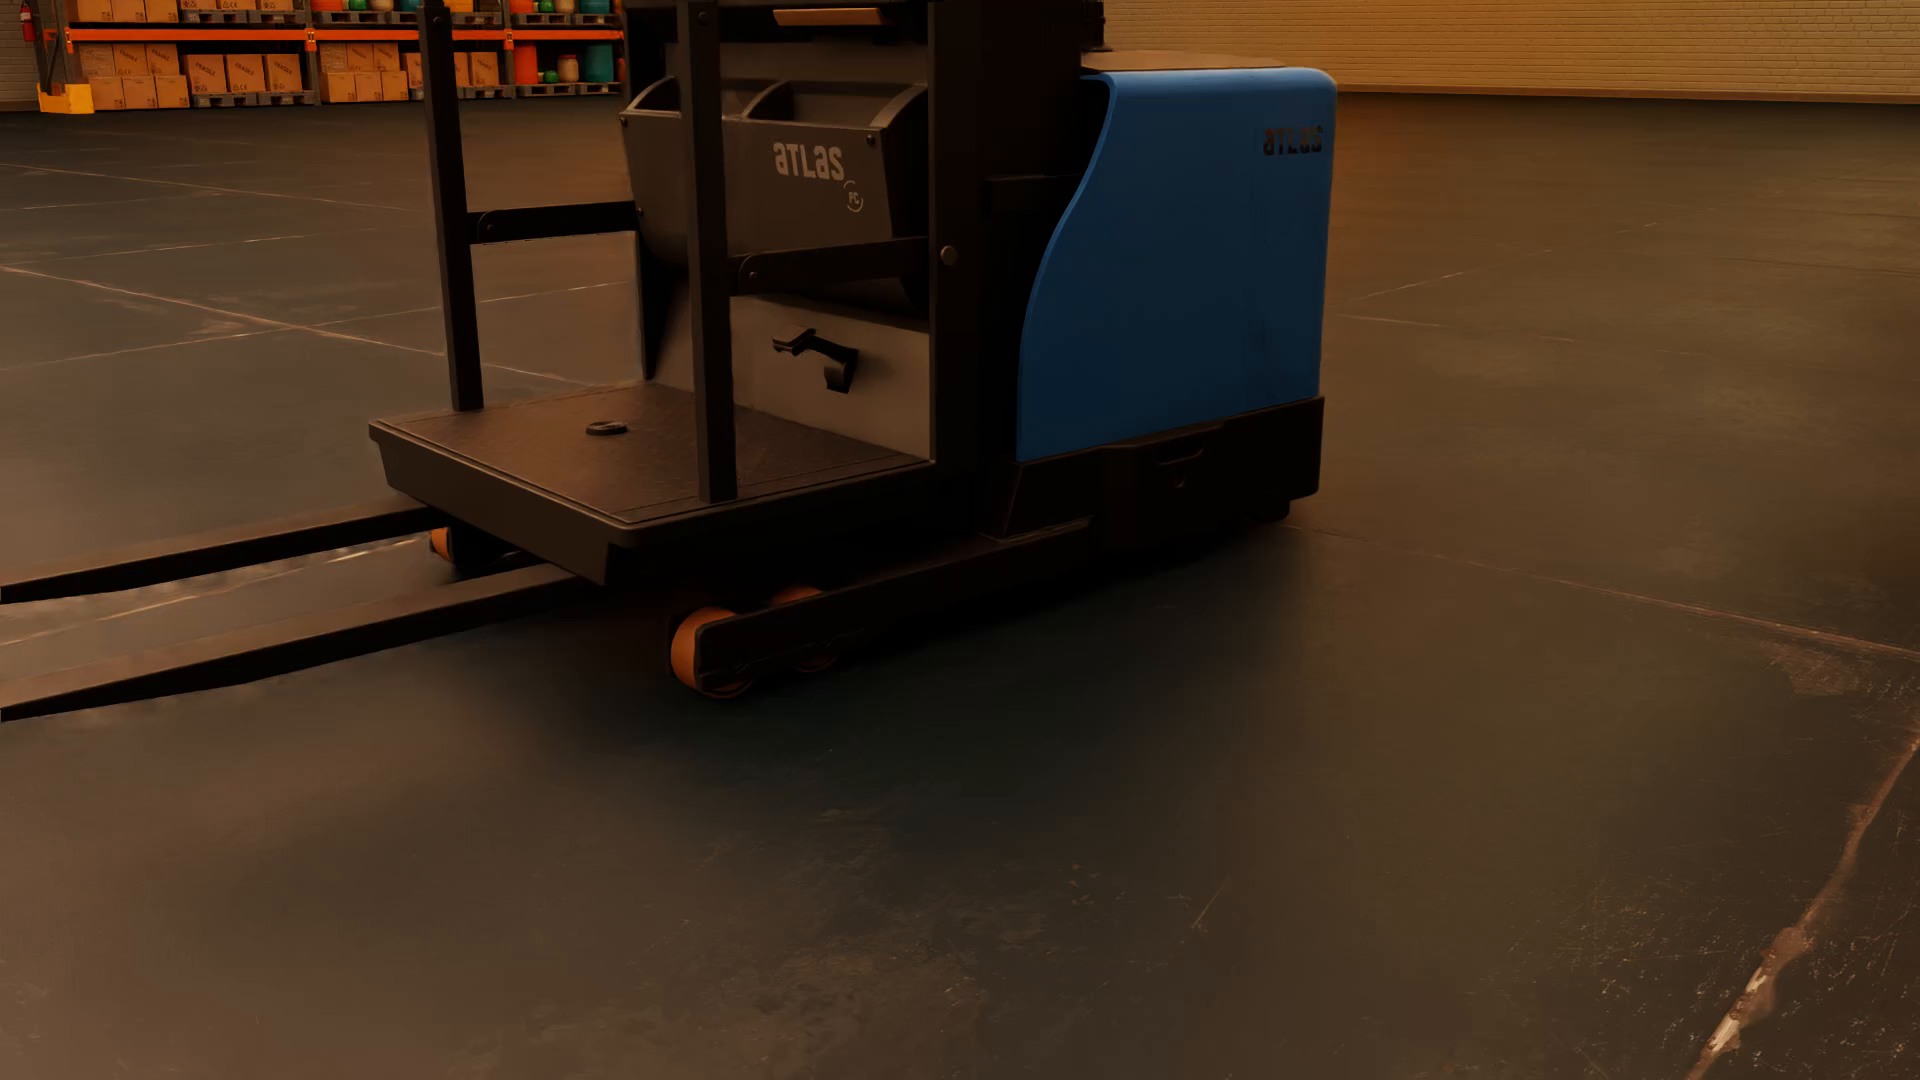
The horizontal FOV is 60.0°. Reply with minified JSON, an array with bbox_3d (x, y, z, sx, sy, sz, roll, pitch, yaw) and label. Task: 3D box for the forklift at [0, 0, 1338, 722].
[{"bbox_3d":[-0.553,-1.286,3.134,3.031,2.935,1.130,-14,22,-39],"label":"forklift"}]
